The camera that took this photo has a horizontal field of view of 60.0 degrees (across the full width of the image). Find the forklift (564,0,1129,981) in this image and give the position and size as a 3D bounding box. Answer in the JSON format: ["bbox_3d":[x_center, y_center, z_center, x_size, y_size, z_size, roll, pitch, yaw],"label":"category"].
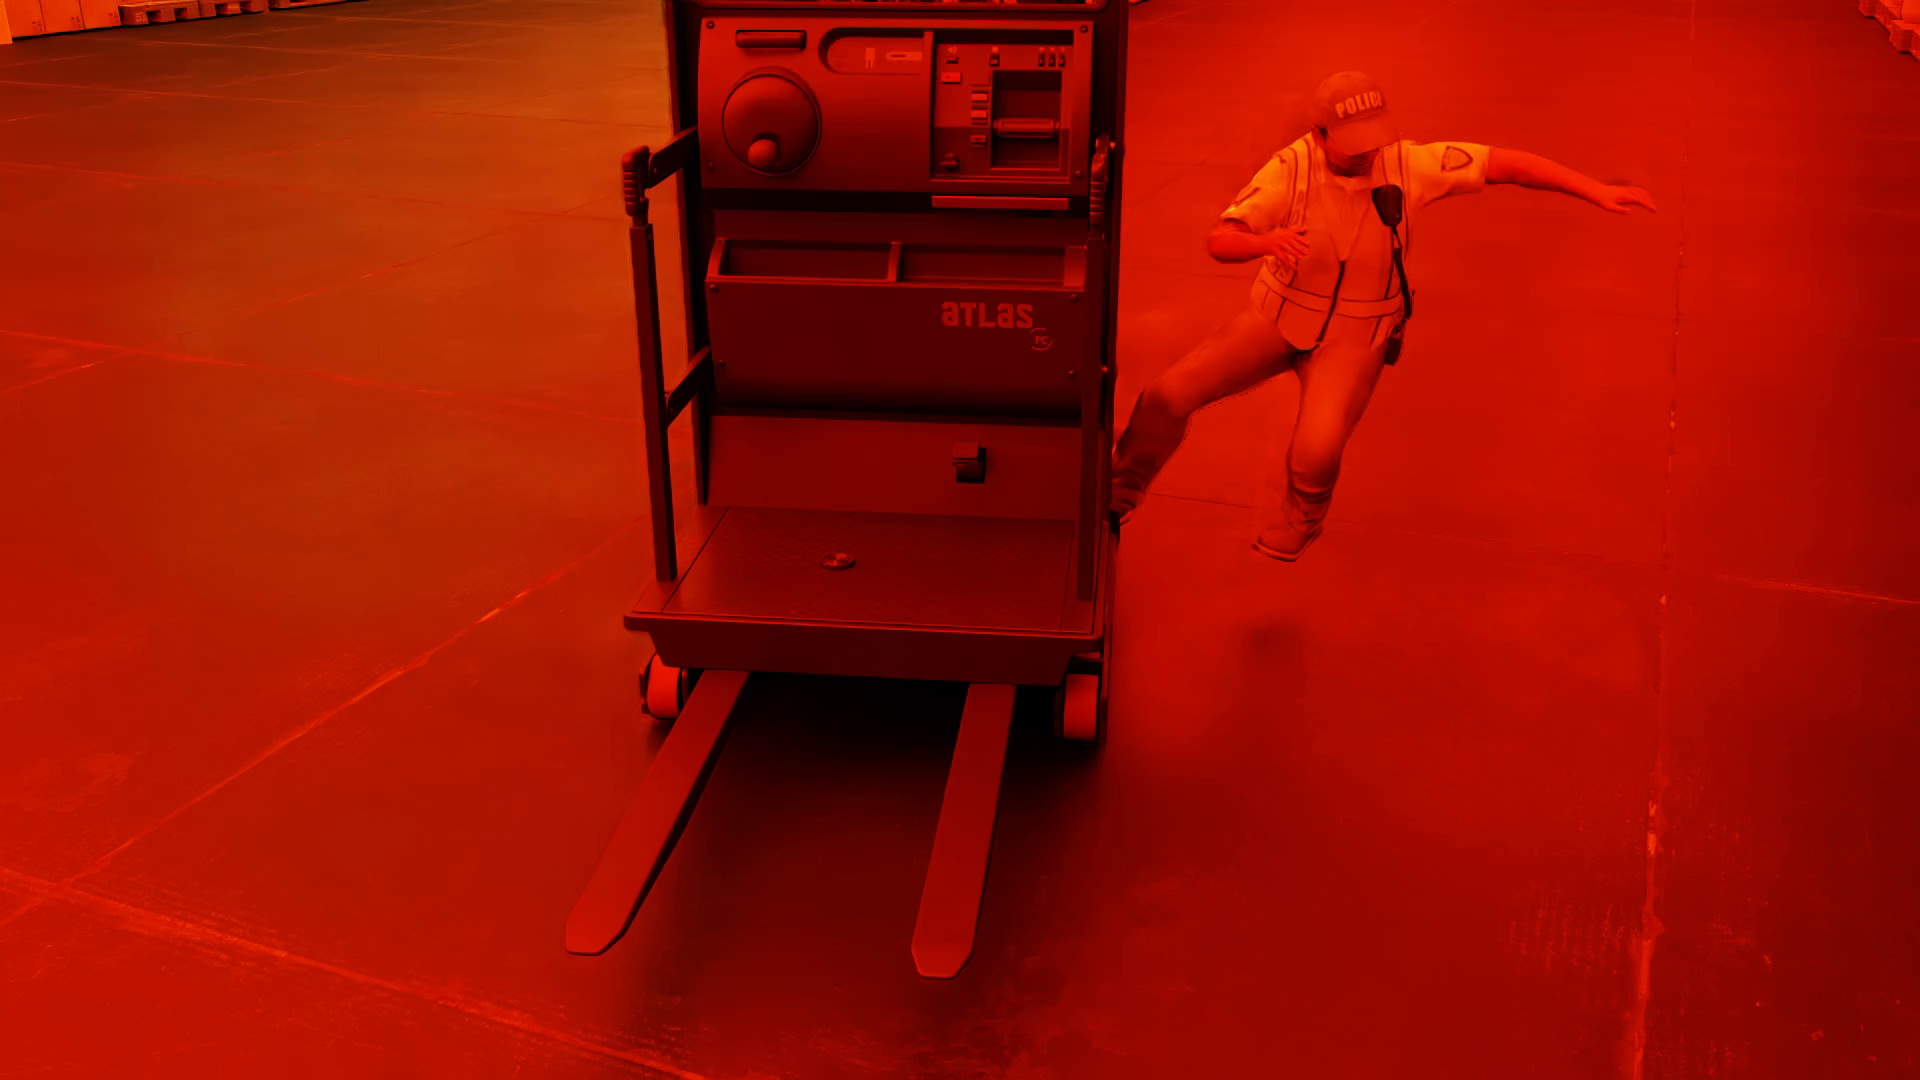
[{"bbox_3d":[-0.176,-1.011,3.712,1.130,2.935,3.031,2,23,6],"label":"forklift"}]

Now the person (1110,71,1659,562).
[{"bbox_3d":[0.997,-0.574,4.496,1.530,1.346,0.787,5,23,11],"label":"person"}]
